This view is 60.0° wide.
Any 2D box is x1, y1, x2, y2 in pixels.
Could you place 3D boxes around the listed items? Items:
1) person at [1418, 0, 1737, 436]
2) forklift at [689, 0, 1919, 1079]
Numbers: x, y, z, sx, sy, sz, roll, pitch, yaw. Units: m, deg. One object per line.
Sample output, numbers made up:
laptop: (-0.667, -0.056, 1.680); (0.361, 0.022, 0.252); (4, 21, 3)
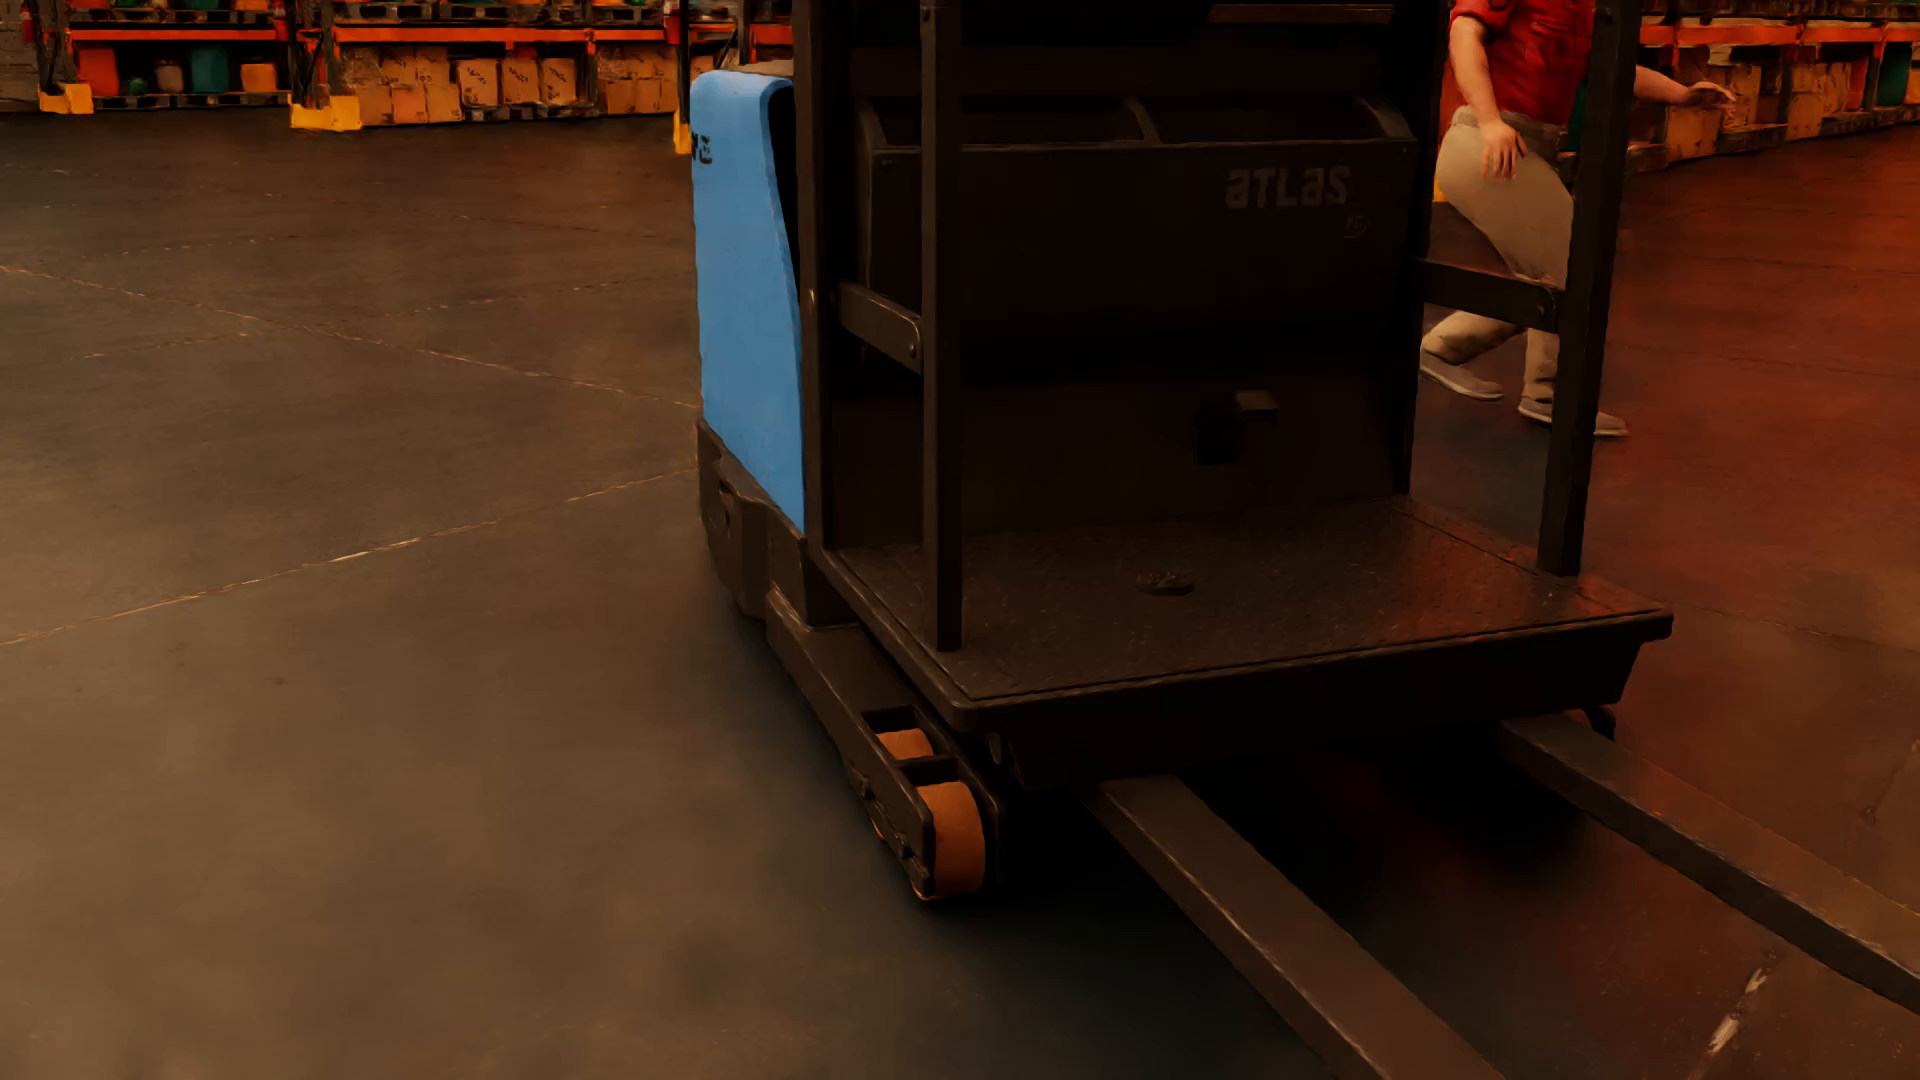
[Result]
person: (1.742, -1.095, 4.816); (0.852, 1.604, 0.886); (10, 20, 30)
forklift: (0.358, -1.035, 2.307); (1.130, 2.935, 3.031); (-6, 18, -18)
